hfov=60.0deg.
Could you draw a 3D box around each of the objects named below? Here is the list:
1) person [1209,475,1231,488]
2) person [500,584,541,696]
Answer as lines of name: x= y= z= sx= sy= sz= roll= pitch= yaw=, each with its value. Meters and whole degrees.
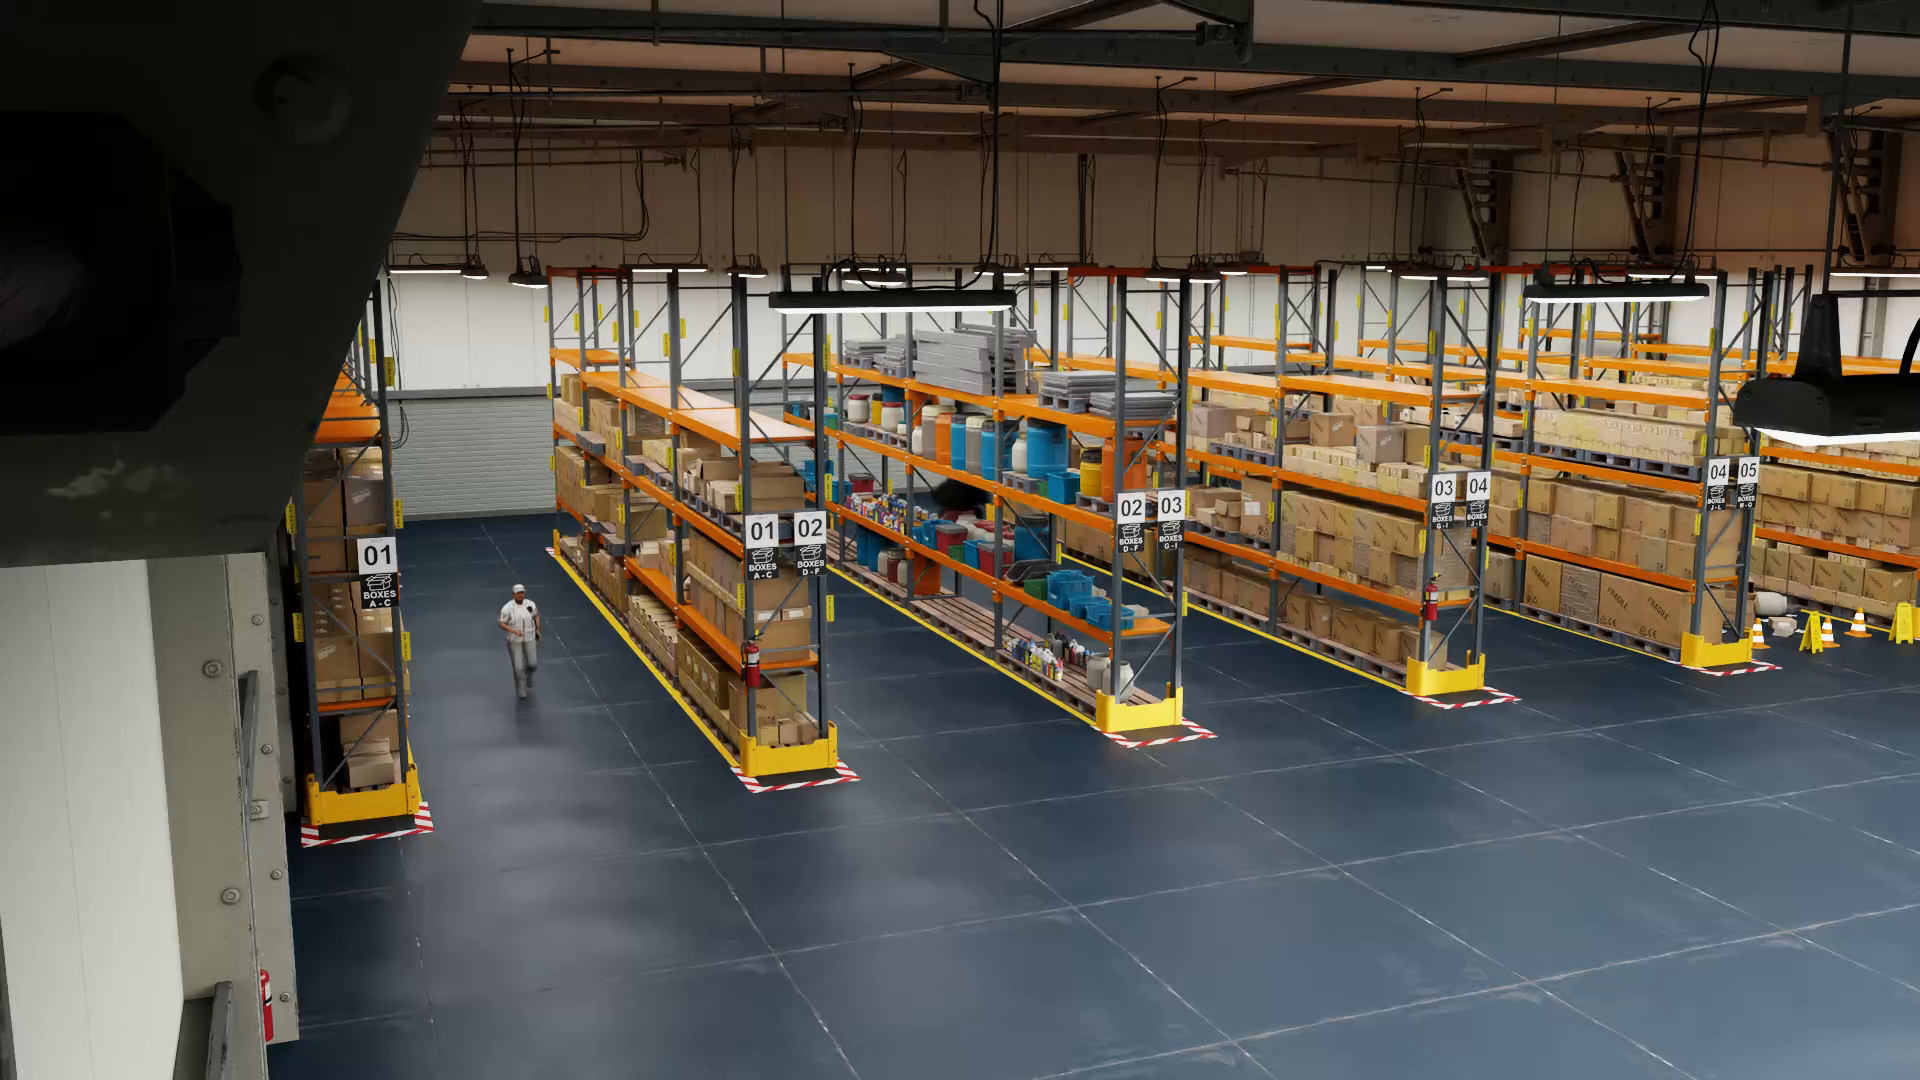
person: x=6.542 y=-1.715 z=41.579 sx=0.639 sy=1.738 sz=0.806 roll=4 pitch=11 yaw=21
person: x=-6.243 y=1.438 z=23.743 sx=0.599 sy=1.628 sz=0.531 roll=-5 pitch=11 yaw=-26
